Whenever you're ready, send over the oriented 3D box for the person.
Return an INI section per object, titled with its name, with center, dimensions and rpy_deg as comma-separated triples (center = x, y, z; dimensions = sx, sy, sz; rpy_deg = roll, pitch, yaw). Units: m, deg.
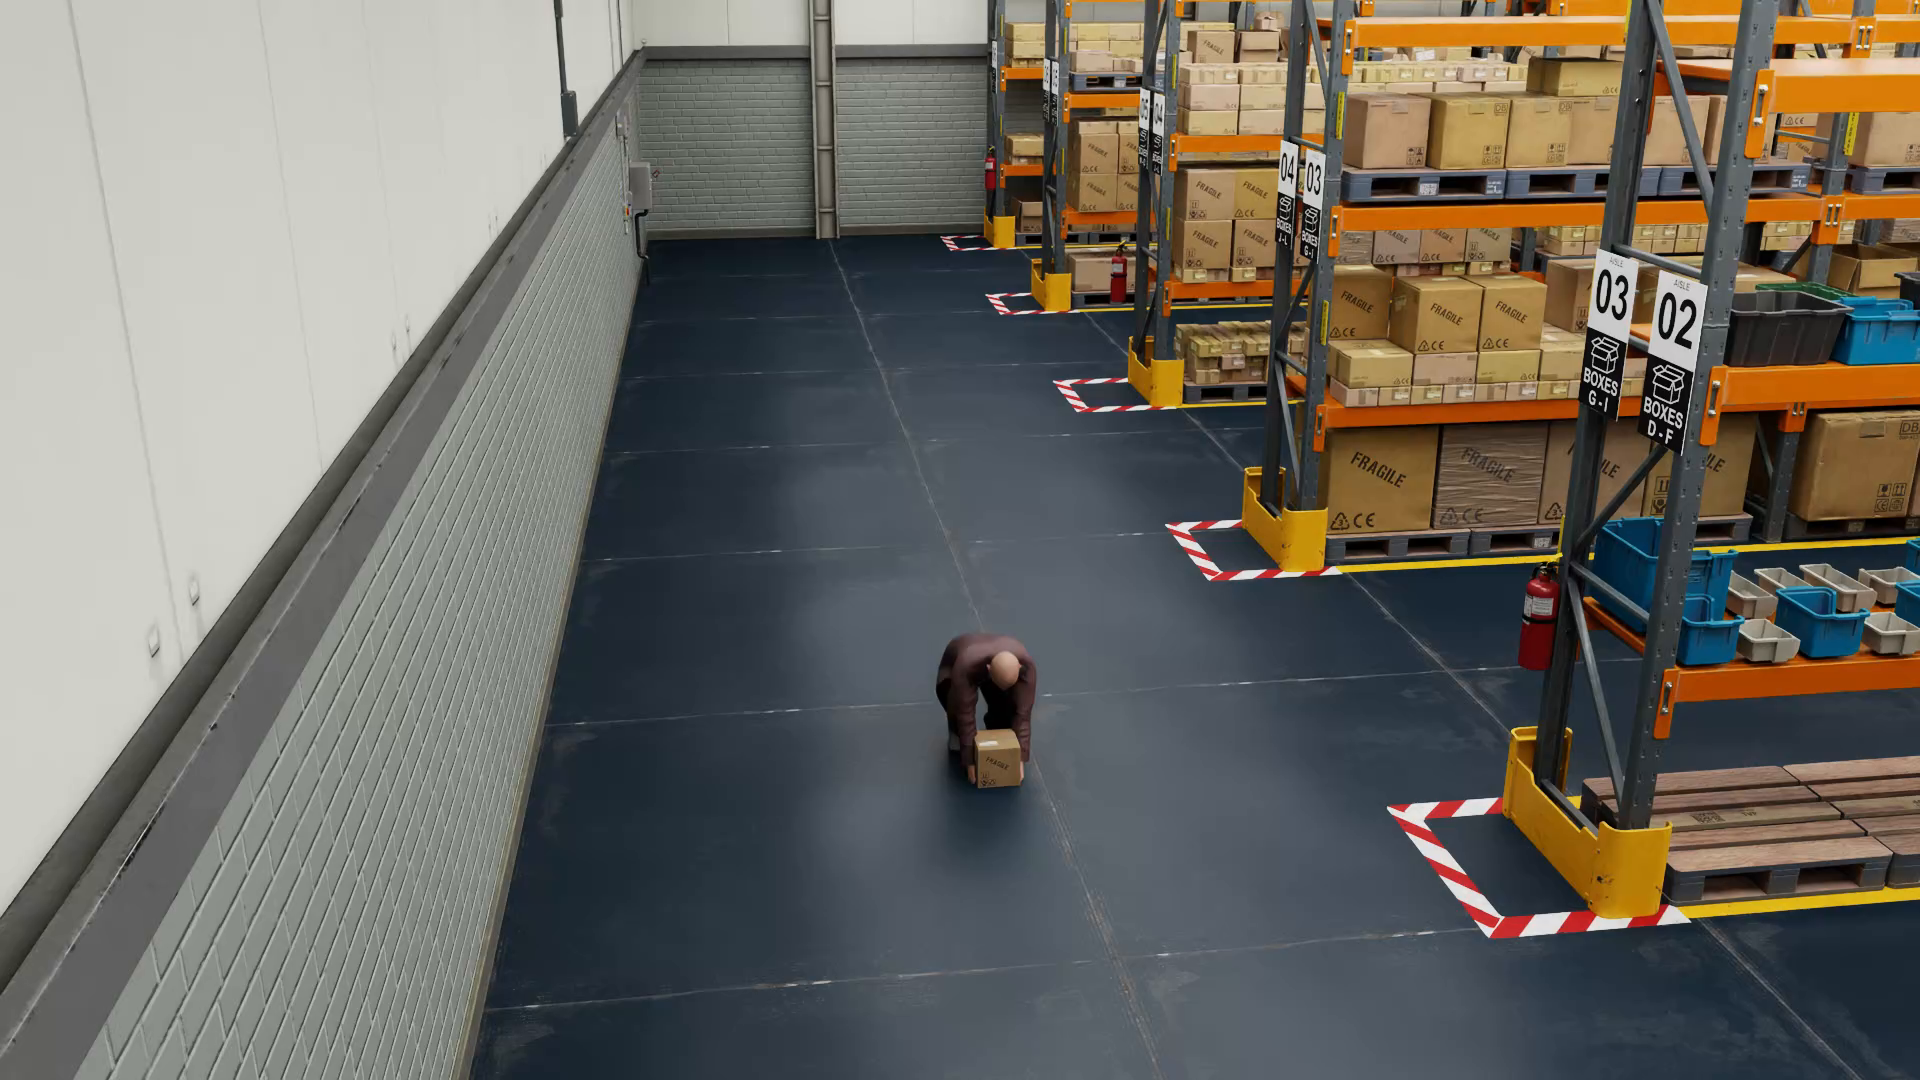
[person]
center = 0.135, 0.450, 9.914
dimensions = 0.529, 1.733, 0.589
rpy_deg = -3, 20, -9
